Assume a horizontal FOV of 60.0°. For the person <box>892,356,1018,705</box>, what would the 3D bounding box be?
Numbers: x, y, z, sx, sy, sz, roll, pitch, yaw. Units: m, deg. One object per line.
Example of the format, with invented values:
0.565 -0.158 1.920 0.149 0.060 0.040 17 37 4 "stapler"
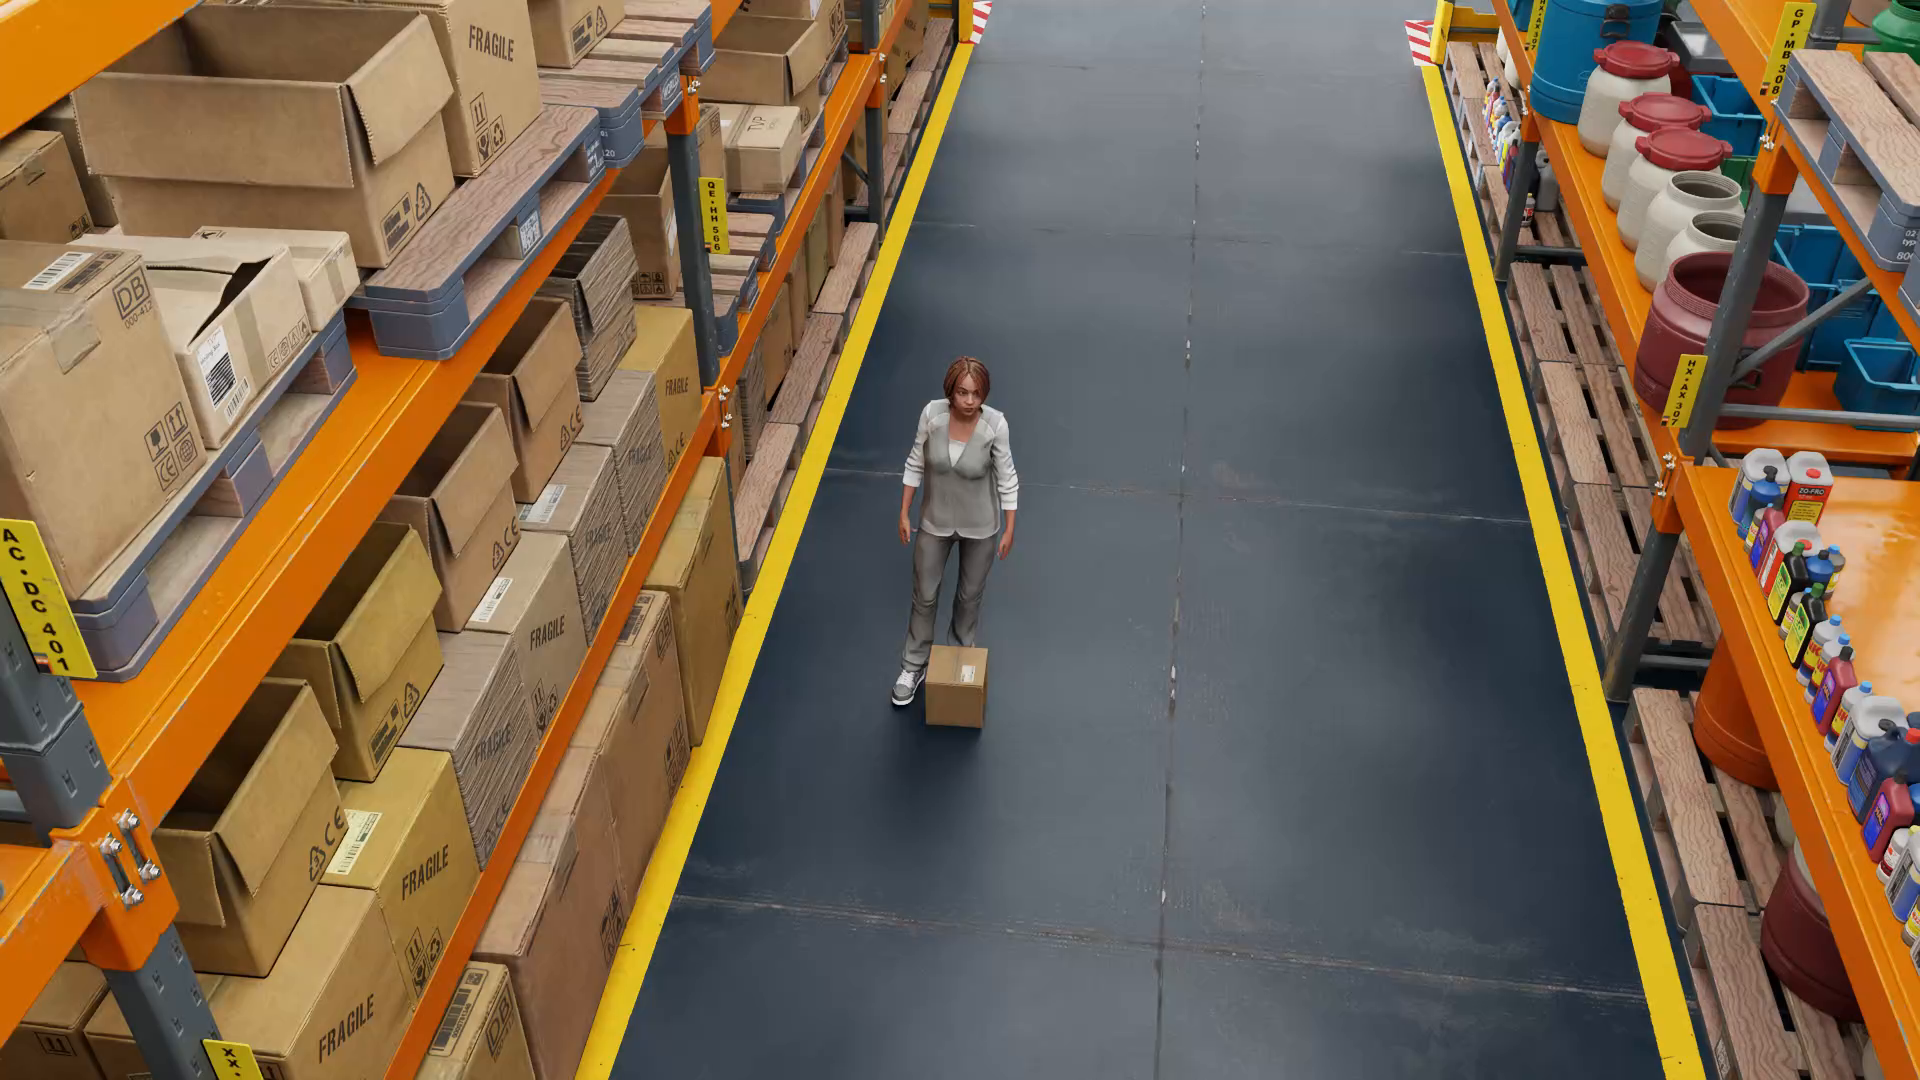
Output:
-0.026 -0.017 7.051 0.520 1.597 0.475 4 37 6 "person"
